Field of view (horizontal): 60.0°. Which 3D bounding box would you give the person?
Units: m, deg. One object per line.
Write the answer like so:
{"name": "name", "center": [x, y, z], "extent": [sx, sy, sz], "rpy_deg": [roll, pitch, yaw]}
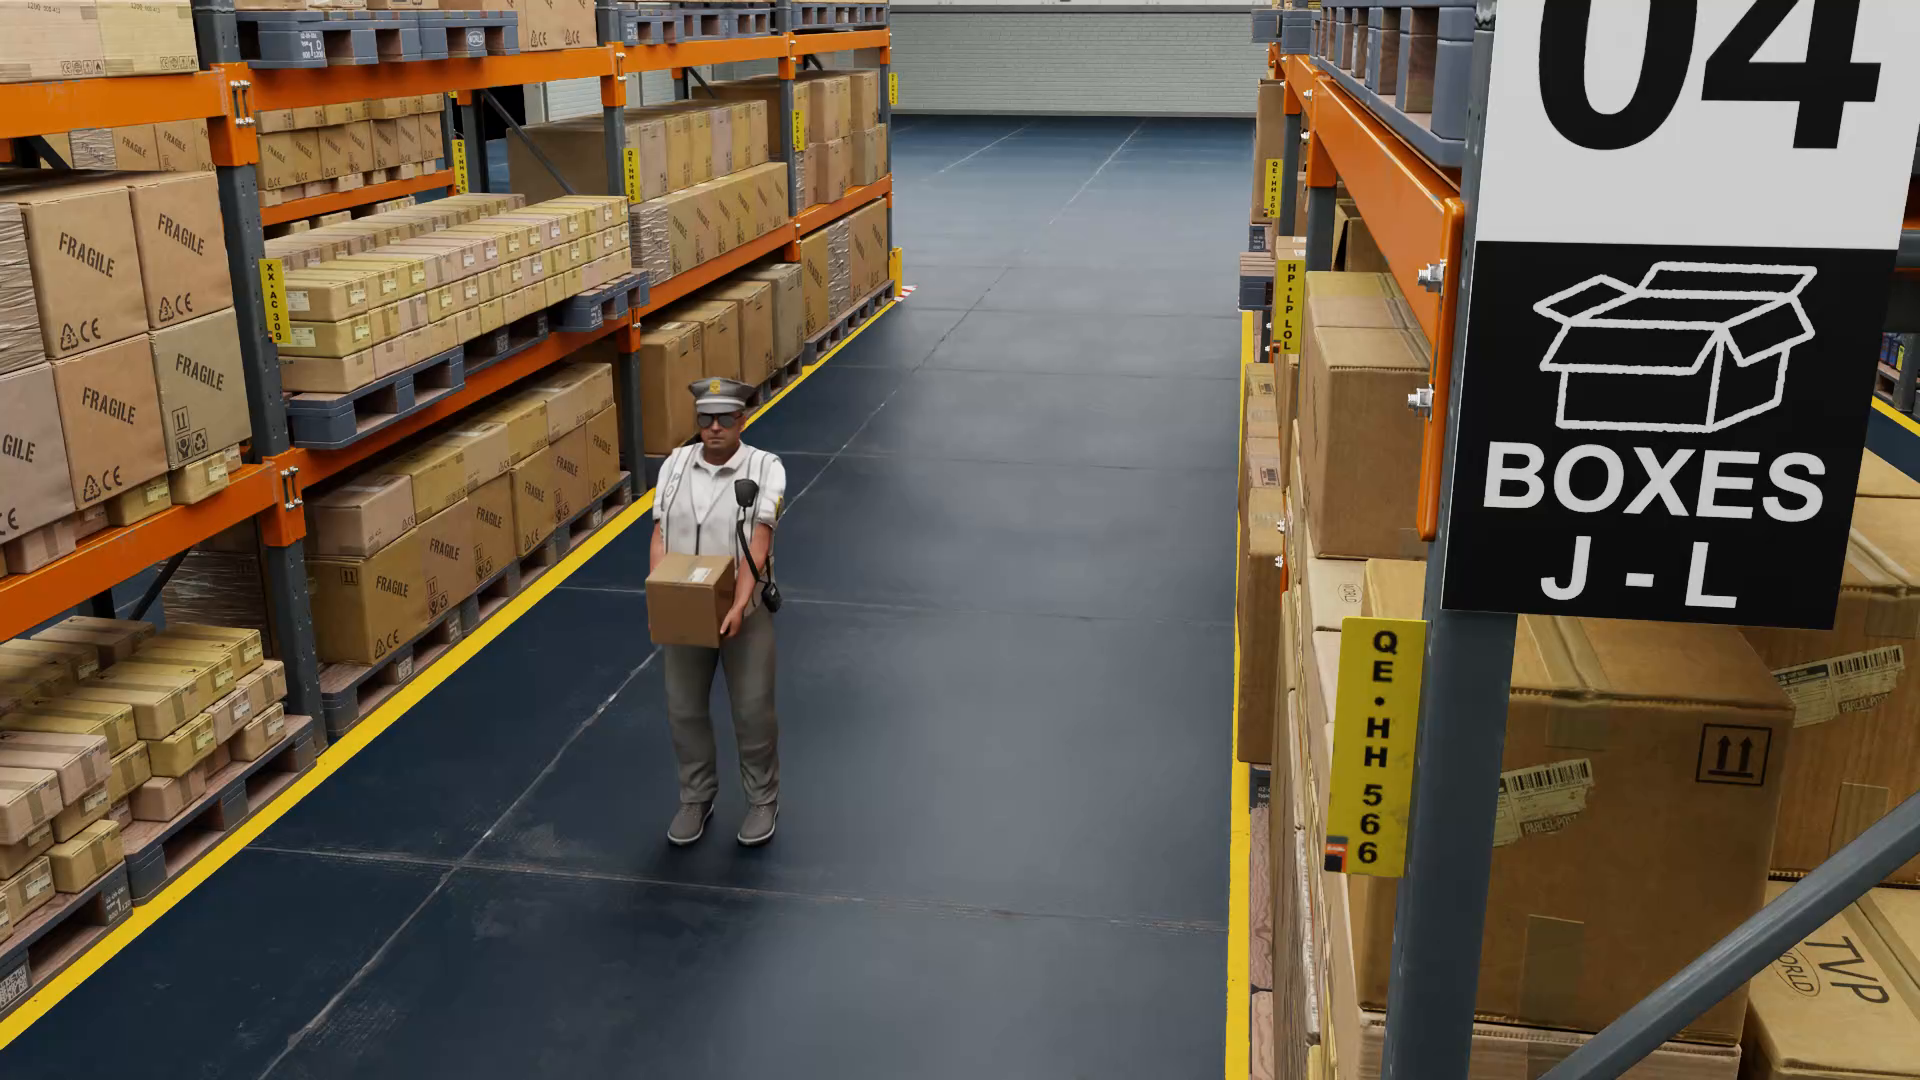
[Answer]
{"name": "person", "center": [-0.904, 0.280, 6.145], "extent": [0.494, 1.767, 0.565], "rpy_deg": [3, 18, 10]}
